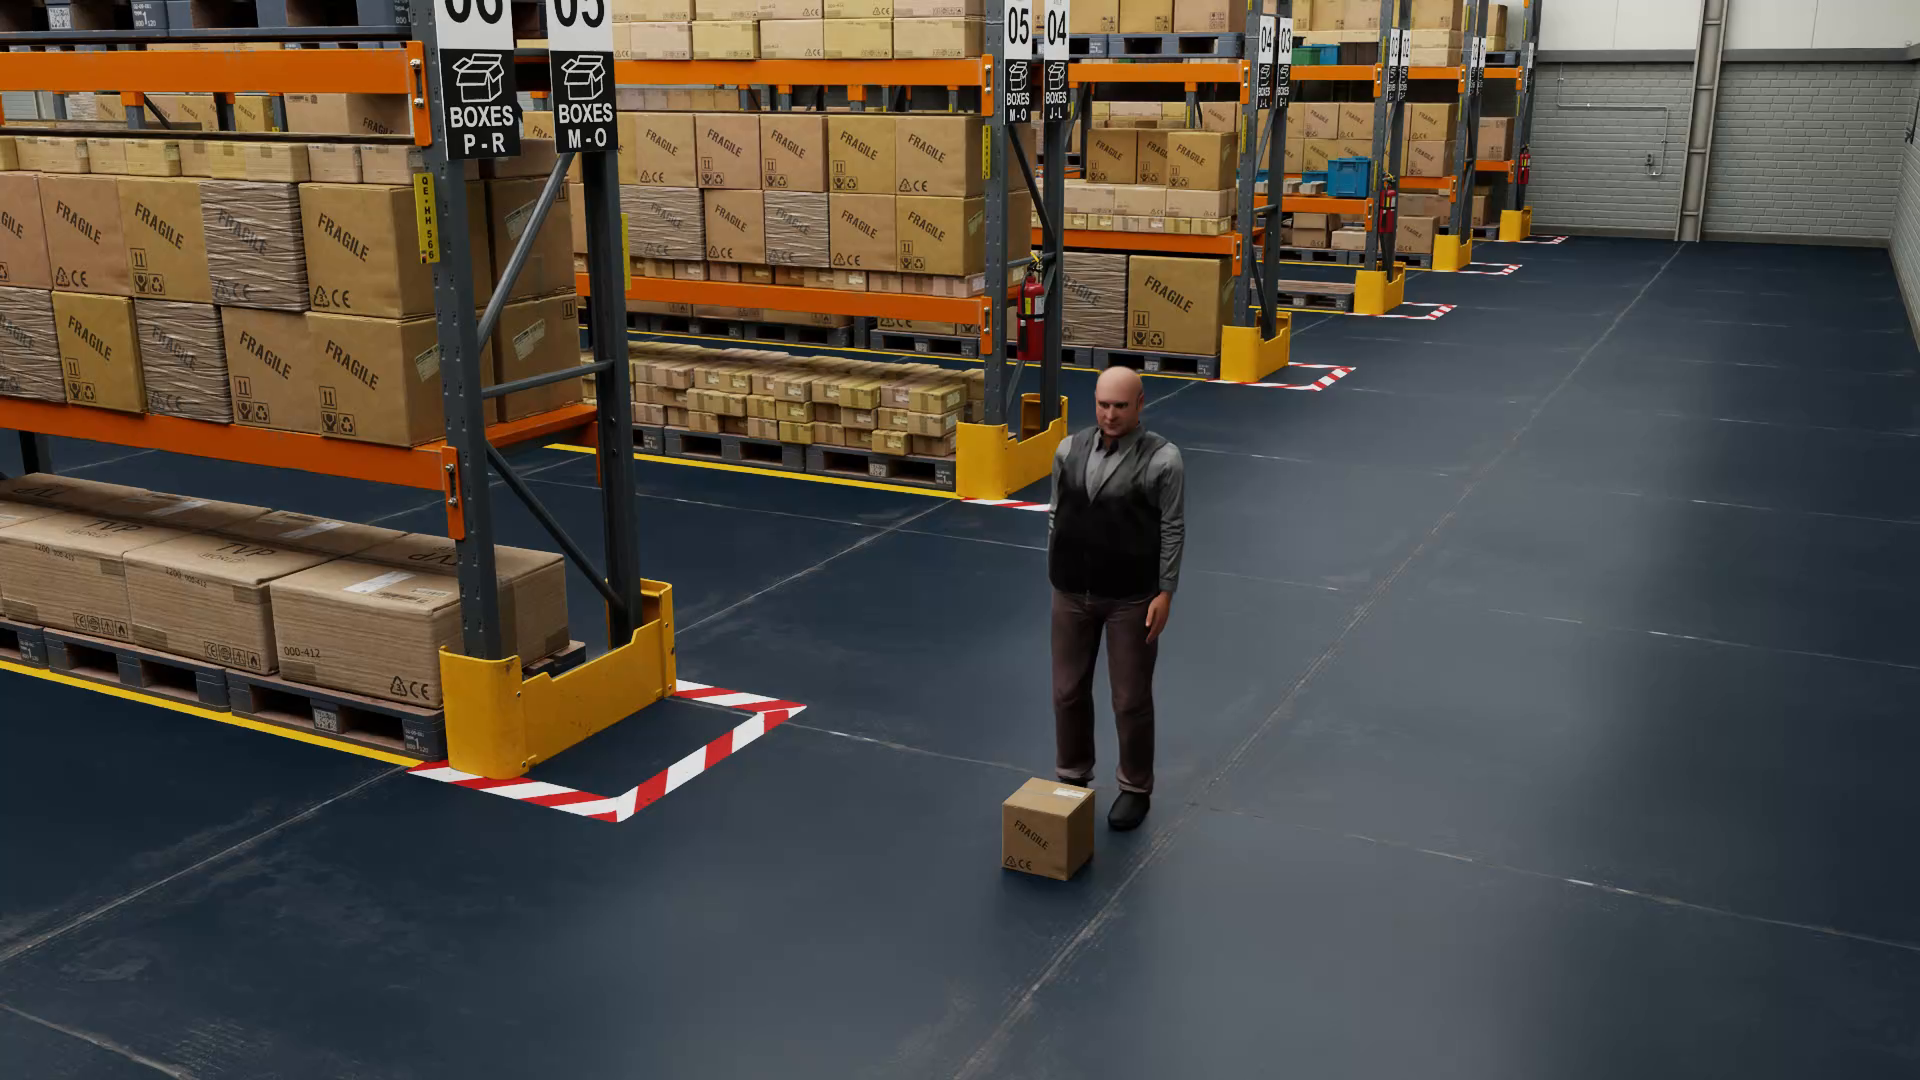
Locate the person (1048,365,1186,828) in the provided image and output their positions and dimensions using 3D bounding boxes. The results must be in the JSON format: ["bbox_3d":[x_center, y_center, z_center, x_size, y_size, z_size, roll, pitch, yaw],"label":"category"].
[{"bbox_3d":[0.561,0.208,6.137,0.533,1.714,0.358,8,18,27],"label":"person"}]
